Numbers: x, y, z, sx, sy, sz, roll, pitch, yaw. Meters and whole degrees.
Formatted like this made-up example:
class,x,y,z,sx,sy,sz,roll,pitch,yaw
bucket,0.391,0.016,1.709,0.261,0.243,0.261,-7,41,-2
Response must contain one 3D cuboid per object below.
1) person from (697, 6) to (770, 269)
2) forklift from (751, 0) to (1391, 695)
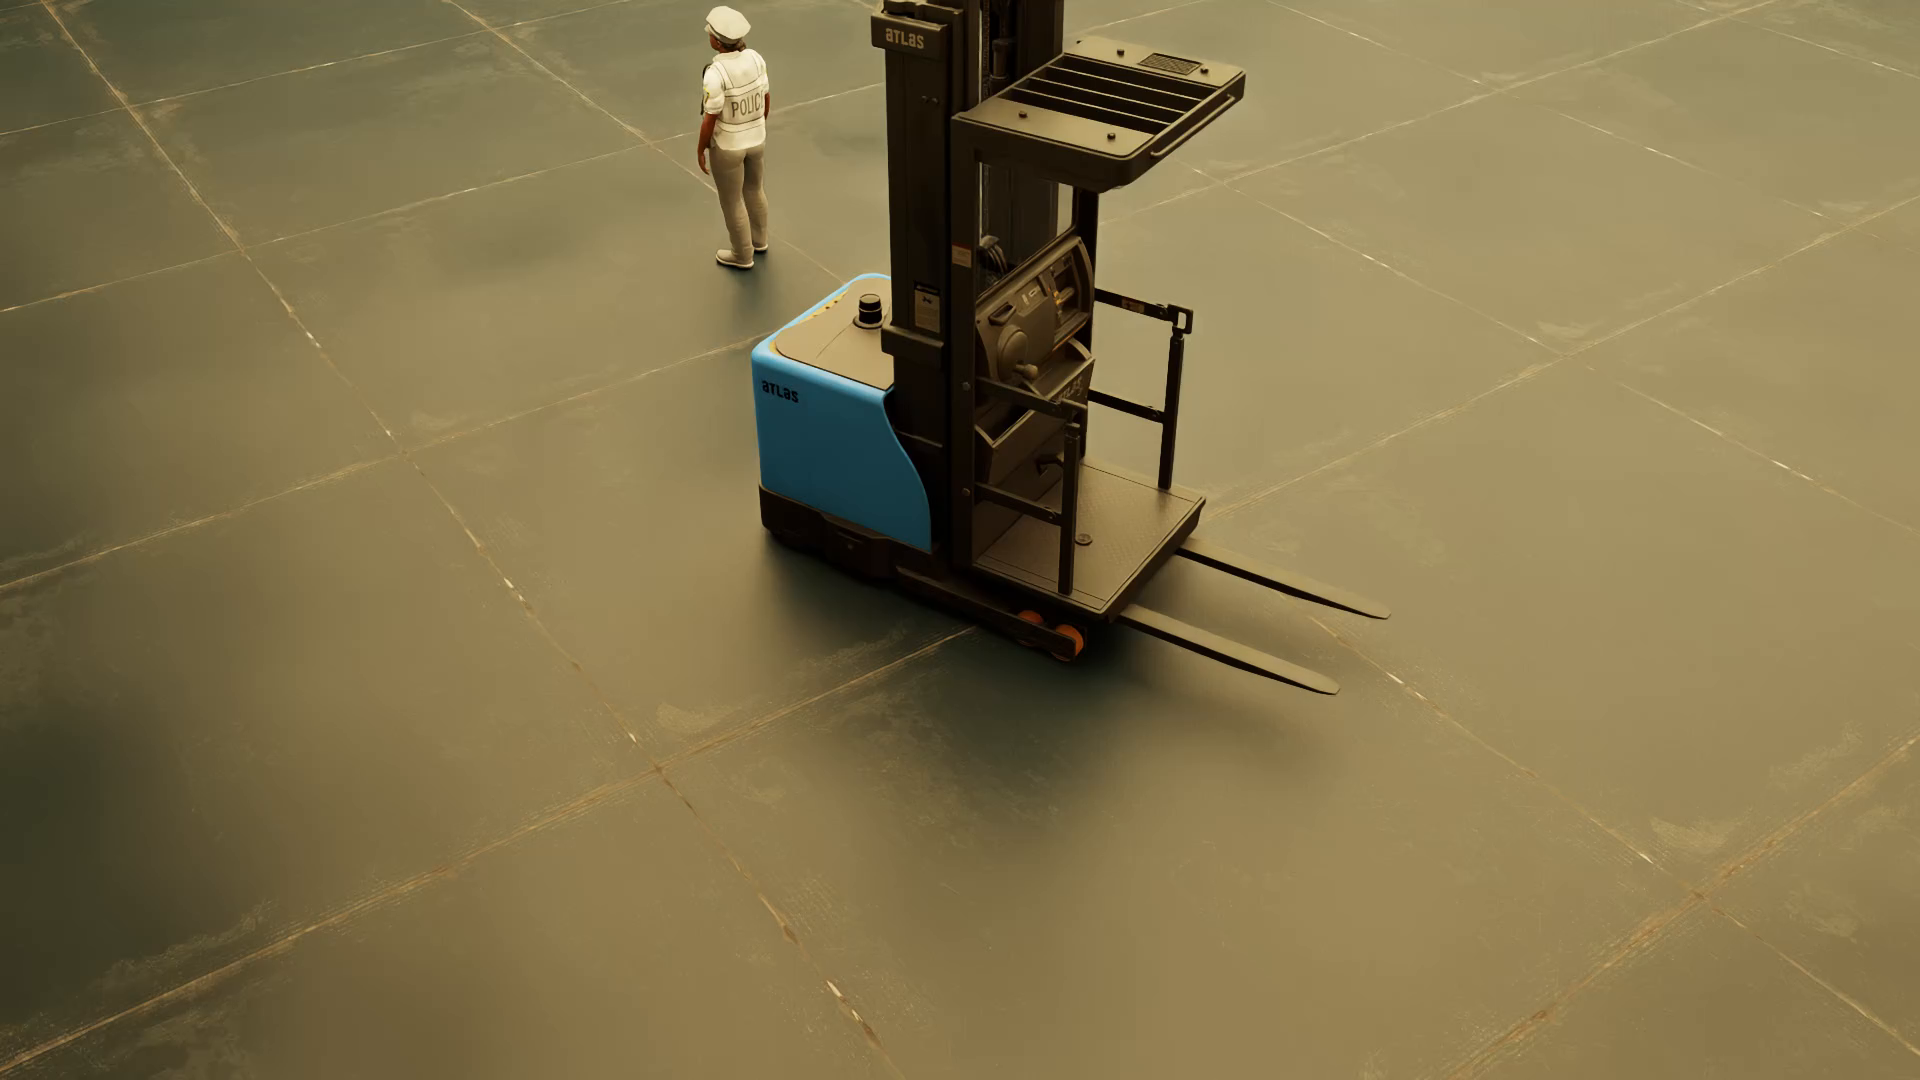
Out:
class,x,y,z,sx,sy,sz,roll,pitch,yaw
person,-1.433,-2.503,10.358,0.528,1.698,0.570,29,45,34
forklift,0.514,-0.985,7.276,3.031,2.935,1.130,21,41,26
